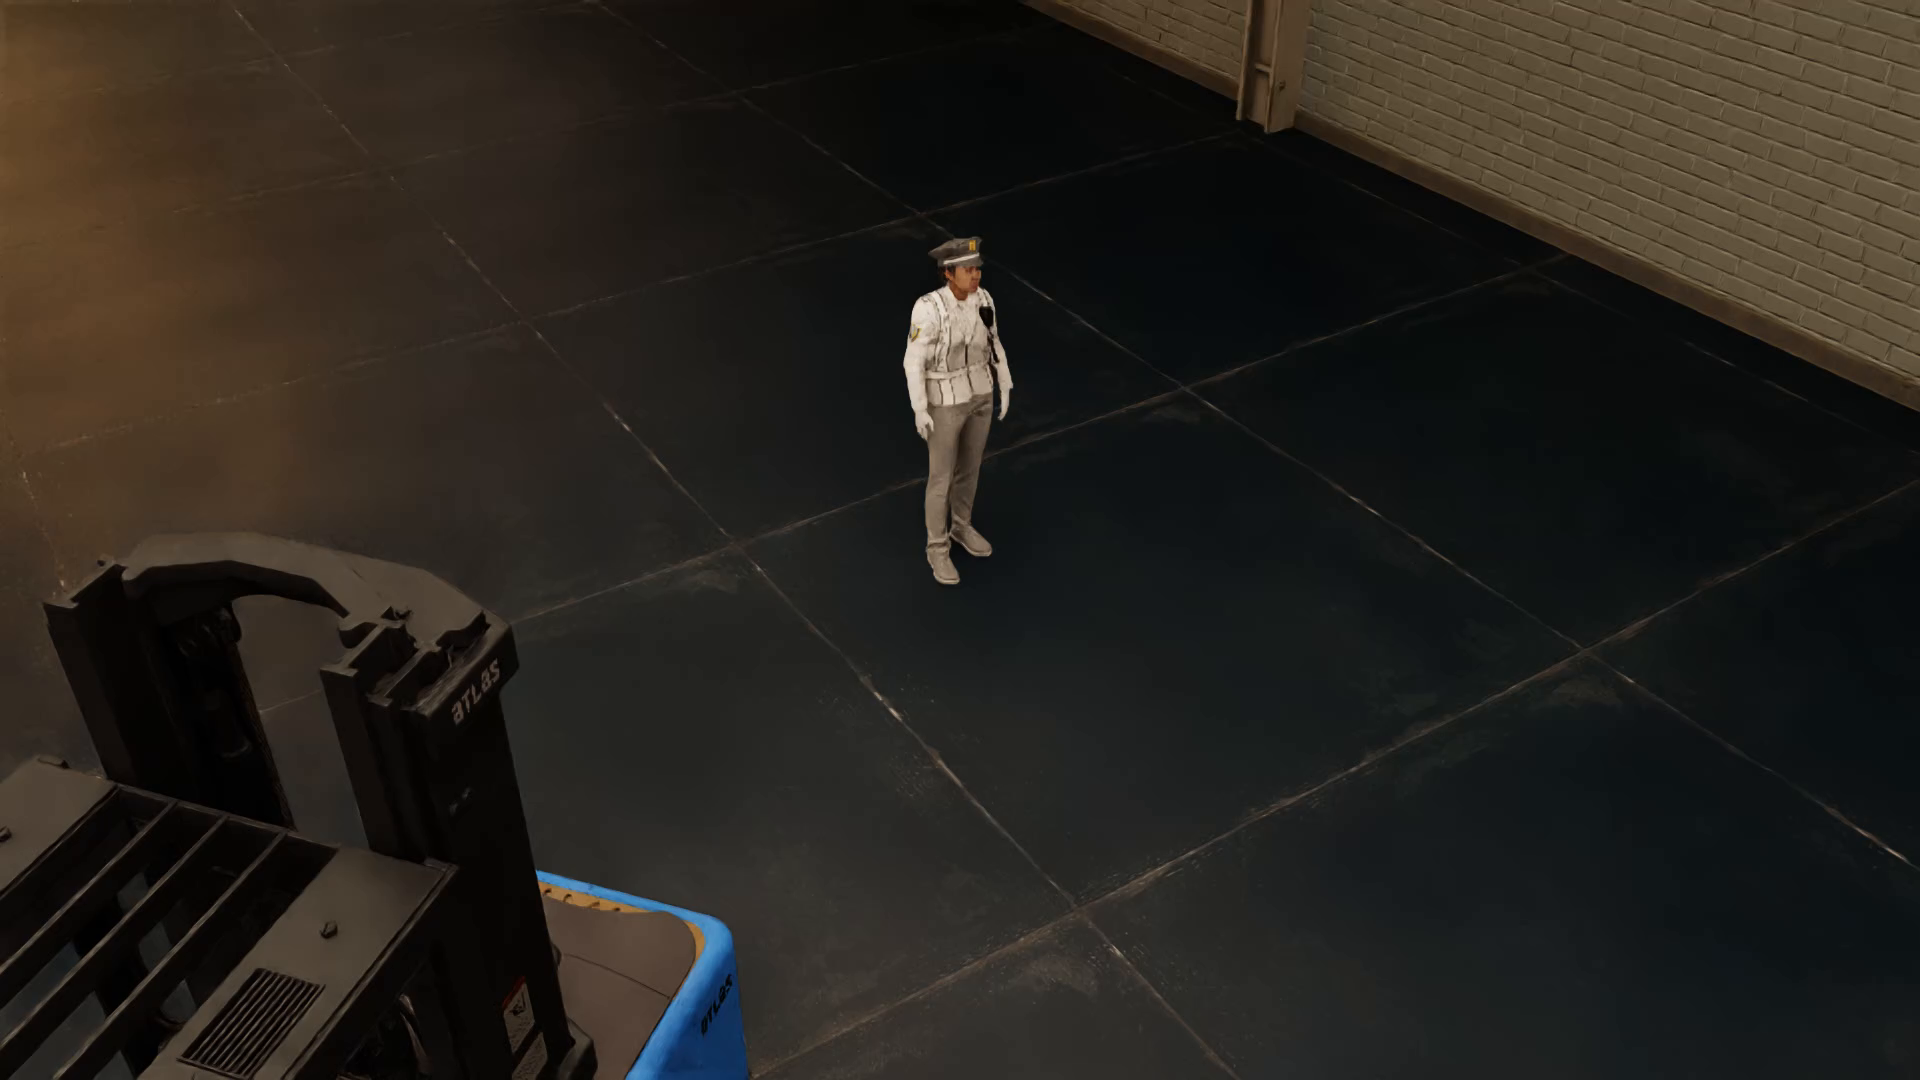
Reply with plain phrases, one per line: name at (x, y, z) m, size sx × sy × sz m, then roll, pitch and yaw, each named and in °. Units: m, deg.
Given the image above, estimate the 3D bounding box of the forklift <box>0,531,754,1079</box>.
forklift at (-1.638, 1.576, 3.905) m, size 1.130 × 2.935 × 3.031 m, roll 11°, pitch 37°, yaw 15°

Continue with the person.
person at (0.031, -0.664, 8.156) m, size 0.586 × 1.695 × 0.532 m, roll -21°, pitch 40°, yaw -27°
